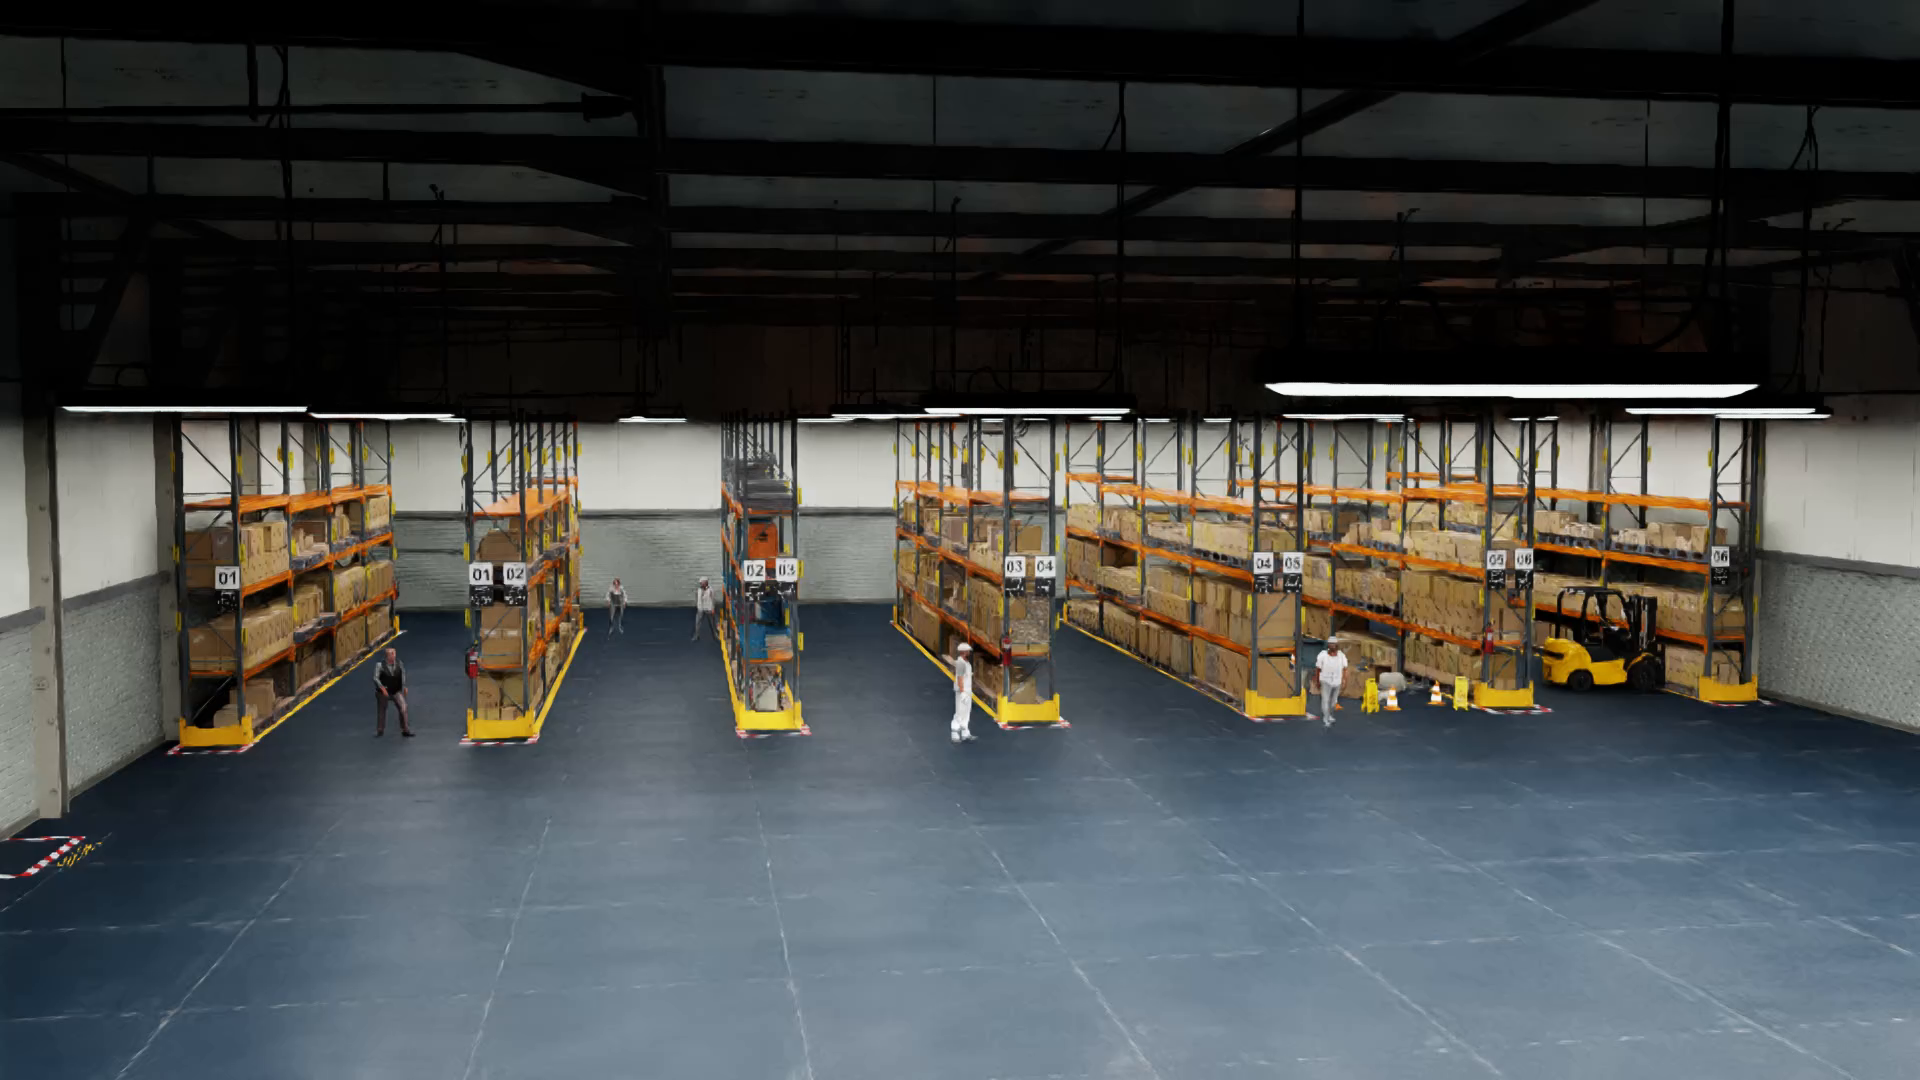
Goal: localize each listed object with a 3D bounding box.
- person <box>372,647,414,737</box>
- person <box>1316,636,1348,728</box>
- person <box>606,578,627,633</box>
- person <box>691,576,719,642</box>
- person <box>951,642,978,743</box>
[{"bbox_3d":[-10.381,2.770,30.329,0.684,1.663,0.795,-2,5,-29],"label":"person"},{"bbox_3d":[7.037,2.668,31.432,0.569,1.708,1.042,0,4,-1],"label":"person"},{"bbox_3d":[-9.403,1.785,45.535,0.566,1.541,0.519,-1,4,-12],"label":"person"},{"bbox_3d":[-6.714,1.807,43.842,0.579,1.731,0.949,1,4,14],"label":"person"},{"bbox_3d":[0.067,2.728,29.881,0.433,1.790,0.629,1,4,11],"label":"person"}]
